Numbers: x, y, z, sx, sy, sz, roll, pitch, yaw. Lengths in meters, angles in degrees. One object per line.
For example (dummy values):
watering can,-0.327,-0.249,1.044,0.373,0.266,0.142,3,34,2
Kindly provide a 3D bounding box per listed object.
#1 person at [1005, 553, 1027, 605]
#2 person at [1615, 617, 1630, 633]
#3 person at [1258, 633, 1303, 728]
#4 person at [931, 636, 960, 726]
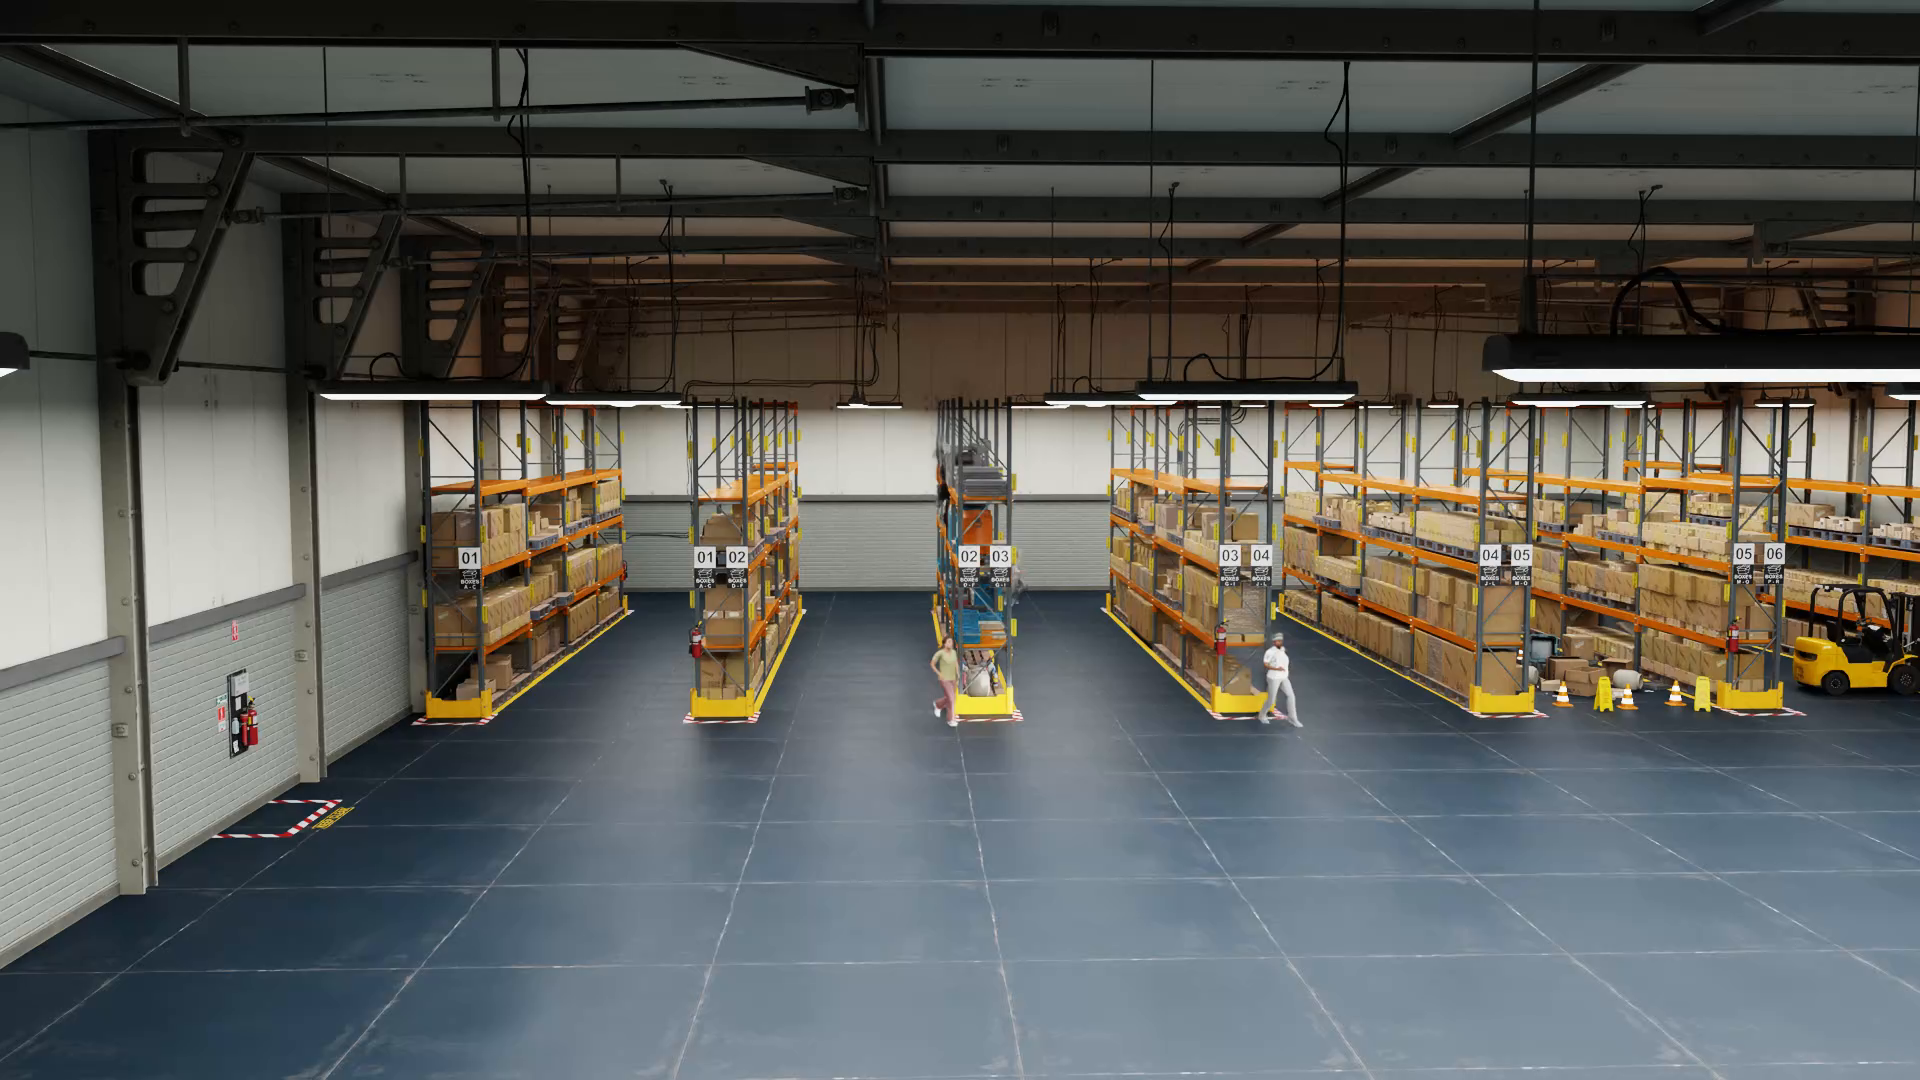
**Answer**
person,1.672,1.140,49.043,0.677,1.569,0.511,1,4,11
person,16.463,1.710,41.079,0.669,1.677,0.733,0,4,-4
person,5.779,2.518,30.109,0.631,1.691,0.831,-3,5,-33
person,-0.280,2.557,30.490,0.576,1.637,0.747,-4,6,-41
